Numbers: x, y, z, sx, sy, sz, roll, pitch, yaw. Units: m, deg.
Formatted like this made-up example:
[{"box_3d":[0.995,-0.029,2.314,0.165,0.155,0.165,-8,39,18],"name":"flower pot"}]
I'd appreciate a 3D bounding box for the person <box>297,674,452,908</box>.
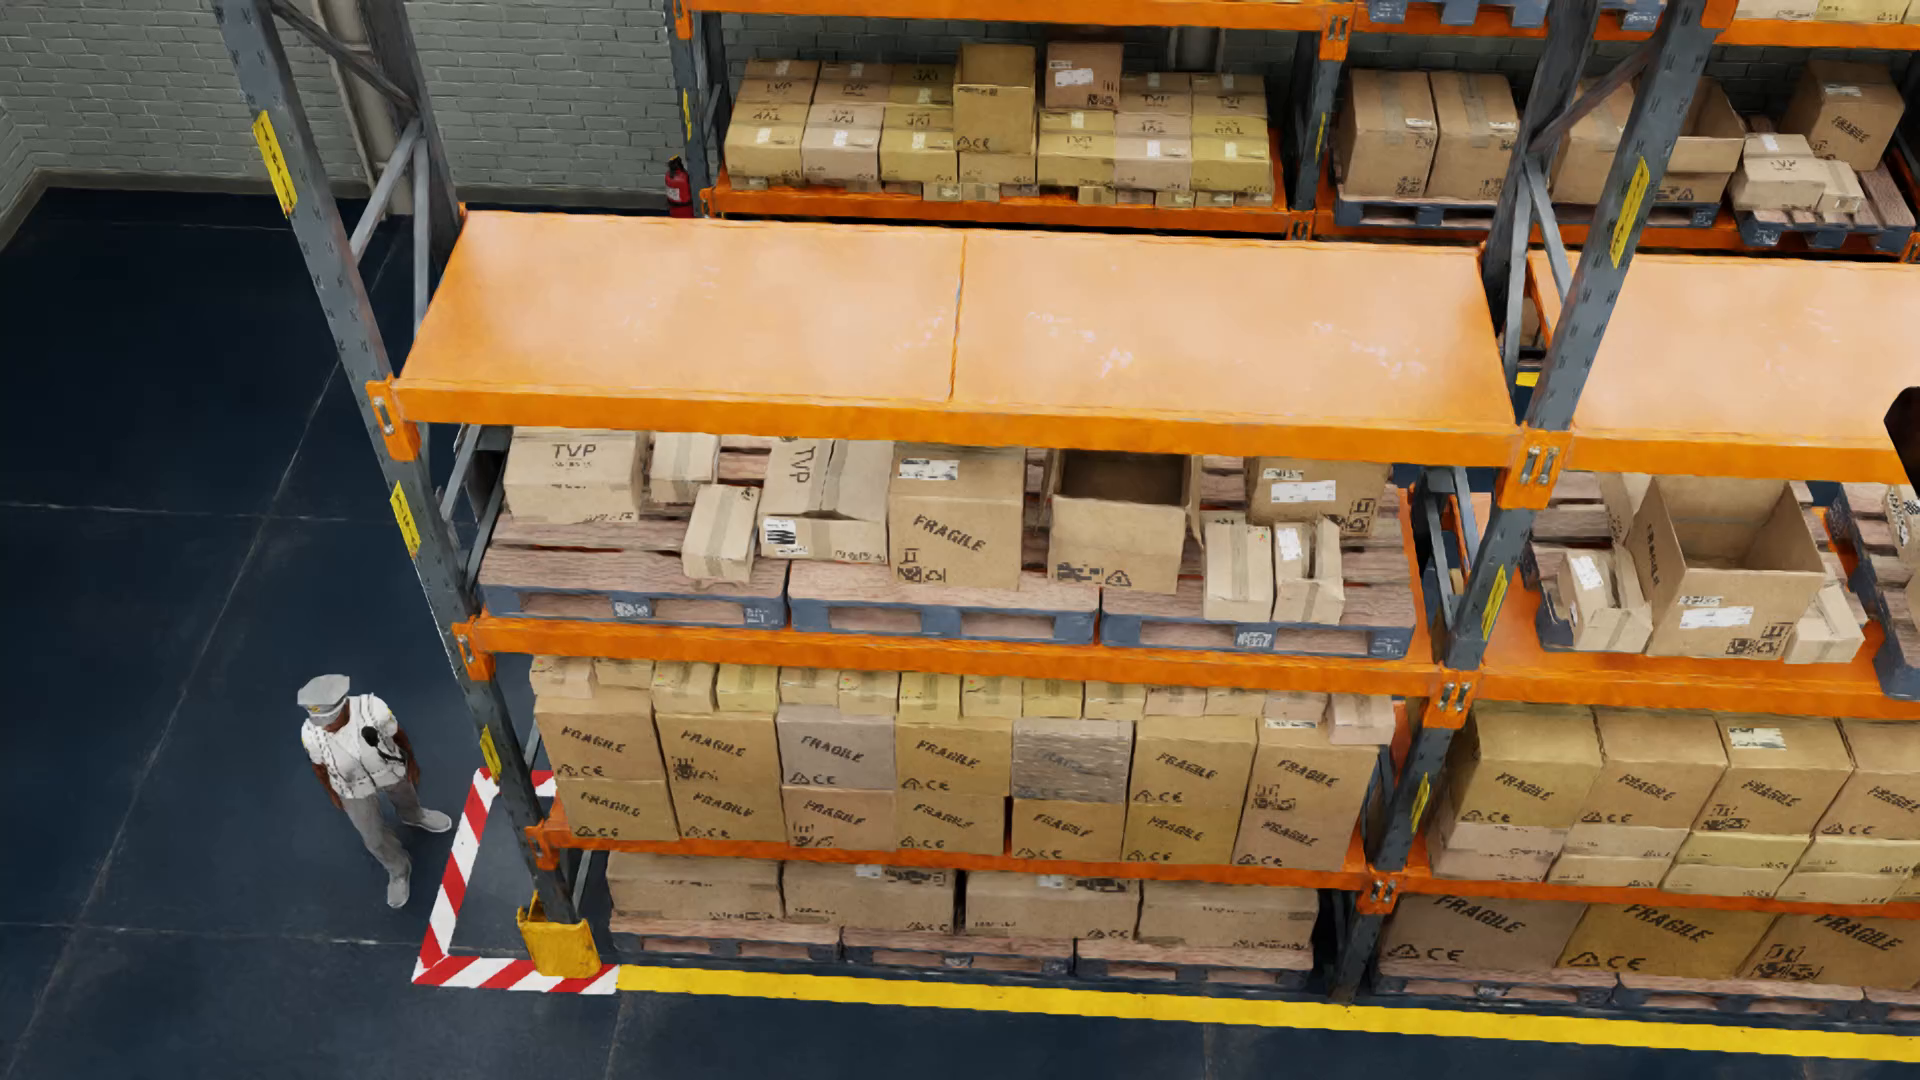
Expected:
[{"box_3d":[-3.014,1.191,8.554,0.515,1.663,0.556,-23,52,-20],"name":"person"}]
